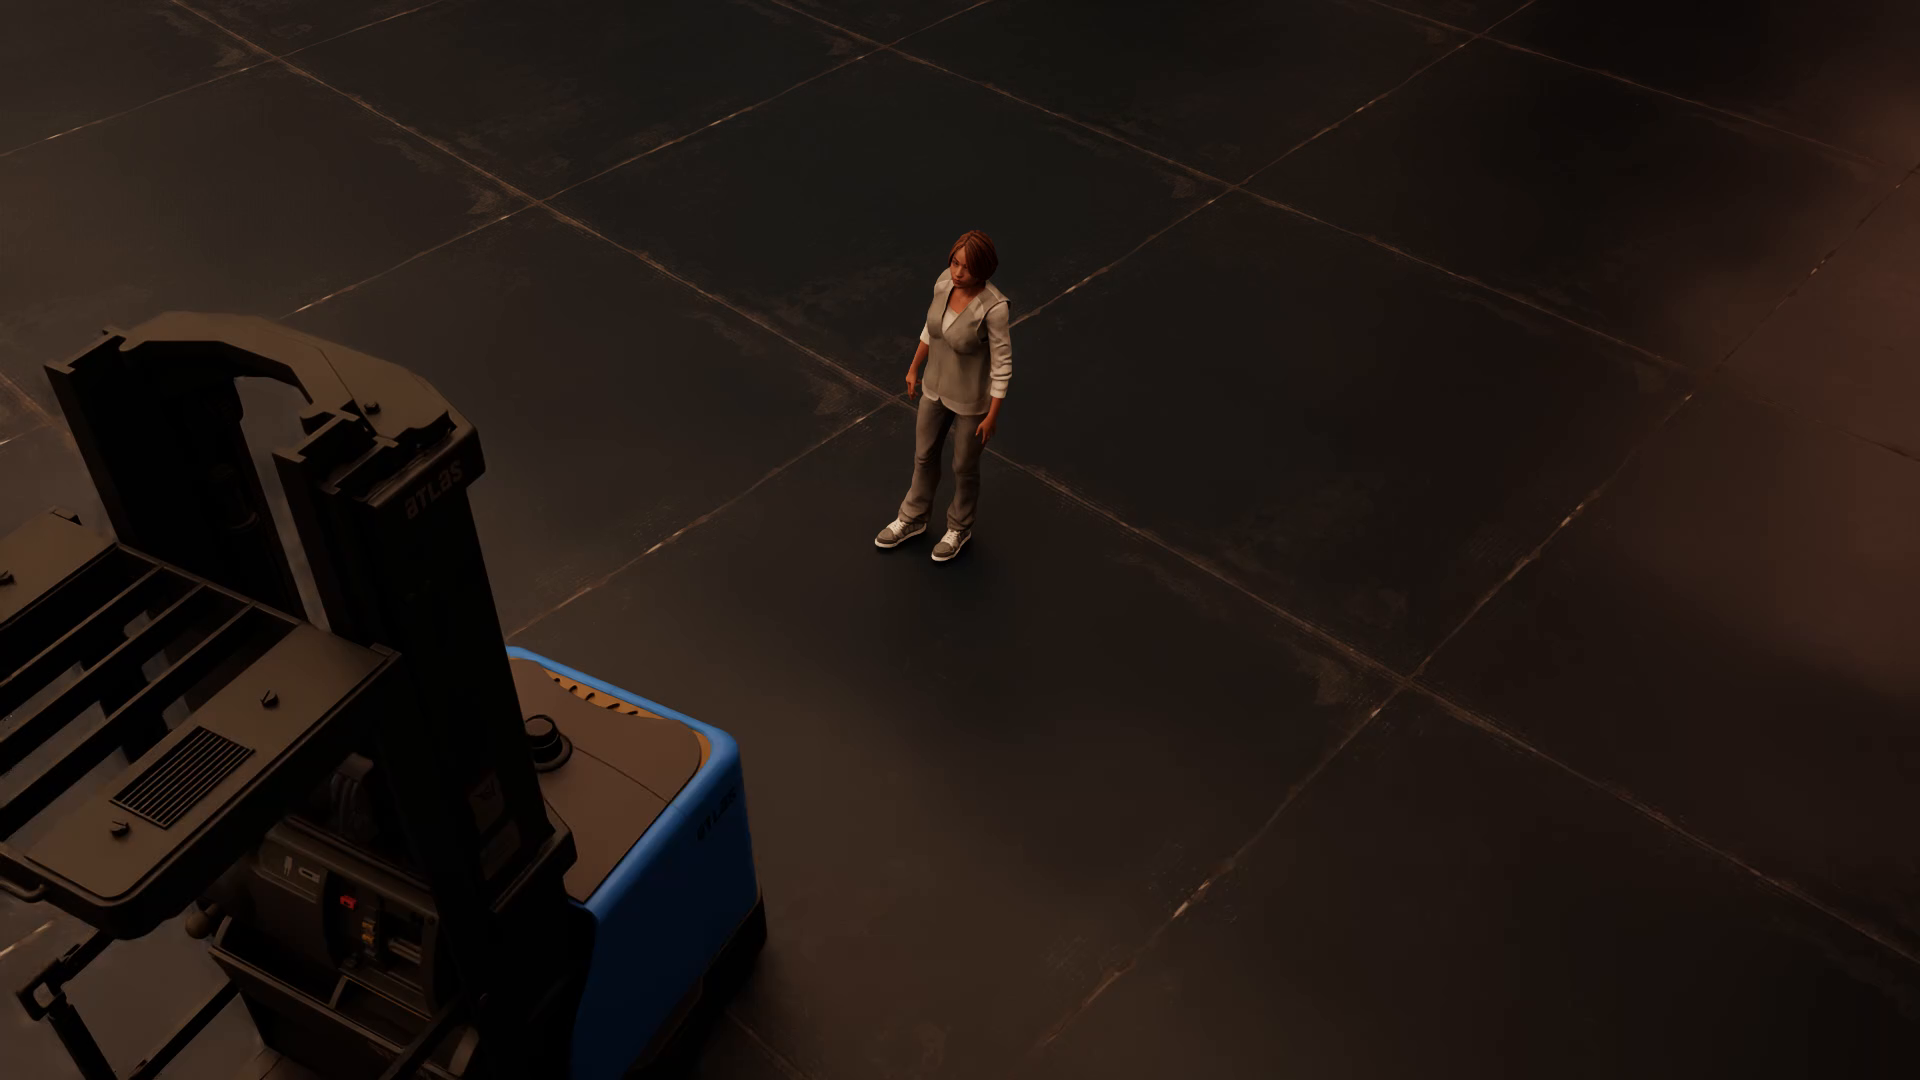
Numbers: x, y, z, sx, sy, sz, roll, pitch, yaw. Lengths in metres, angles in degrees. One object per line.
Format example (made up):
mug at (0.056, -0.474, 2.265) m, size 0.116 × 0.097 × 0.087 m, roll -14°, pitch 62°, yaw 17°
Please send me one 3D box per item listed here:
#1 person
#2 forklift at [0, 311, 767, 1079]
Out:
person at (-0.060, -0.583, 7.121) m, size 0.520 × 1.597 × 0.475 m, roll 31°, pitch 49°, yaw 31°
forklift at (-1.819, 1.035, 4.221) m, size 1.130 × 2.935 × 3.031 m, roll 19°, pitch 44°, yaw 21°
